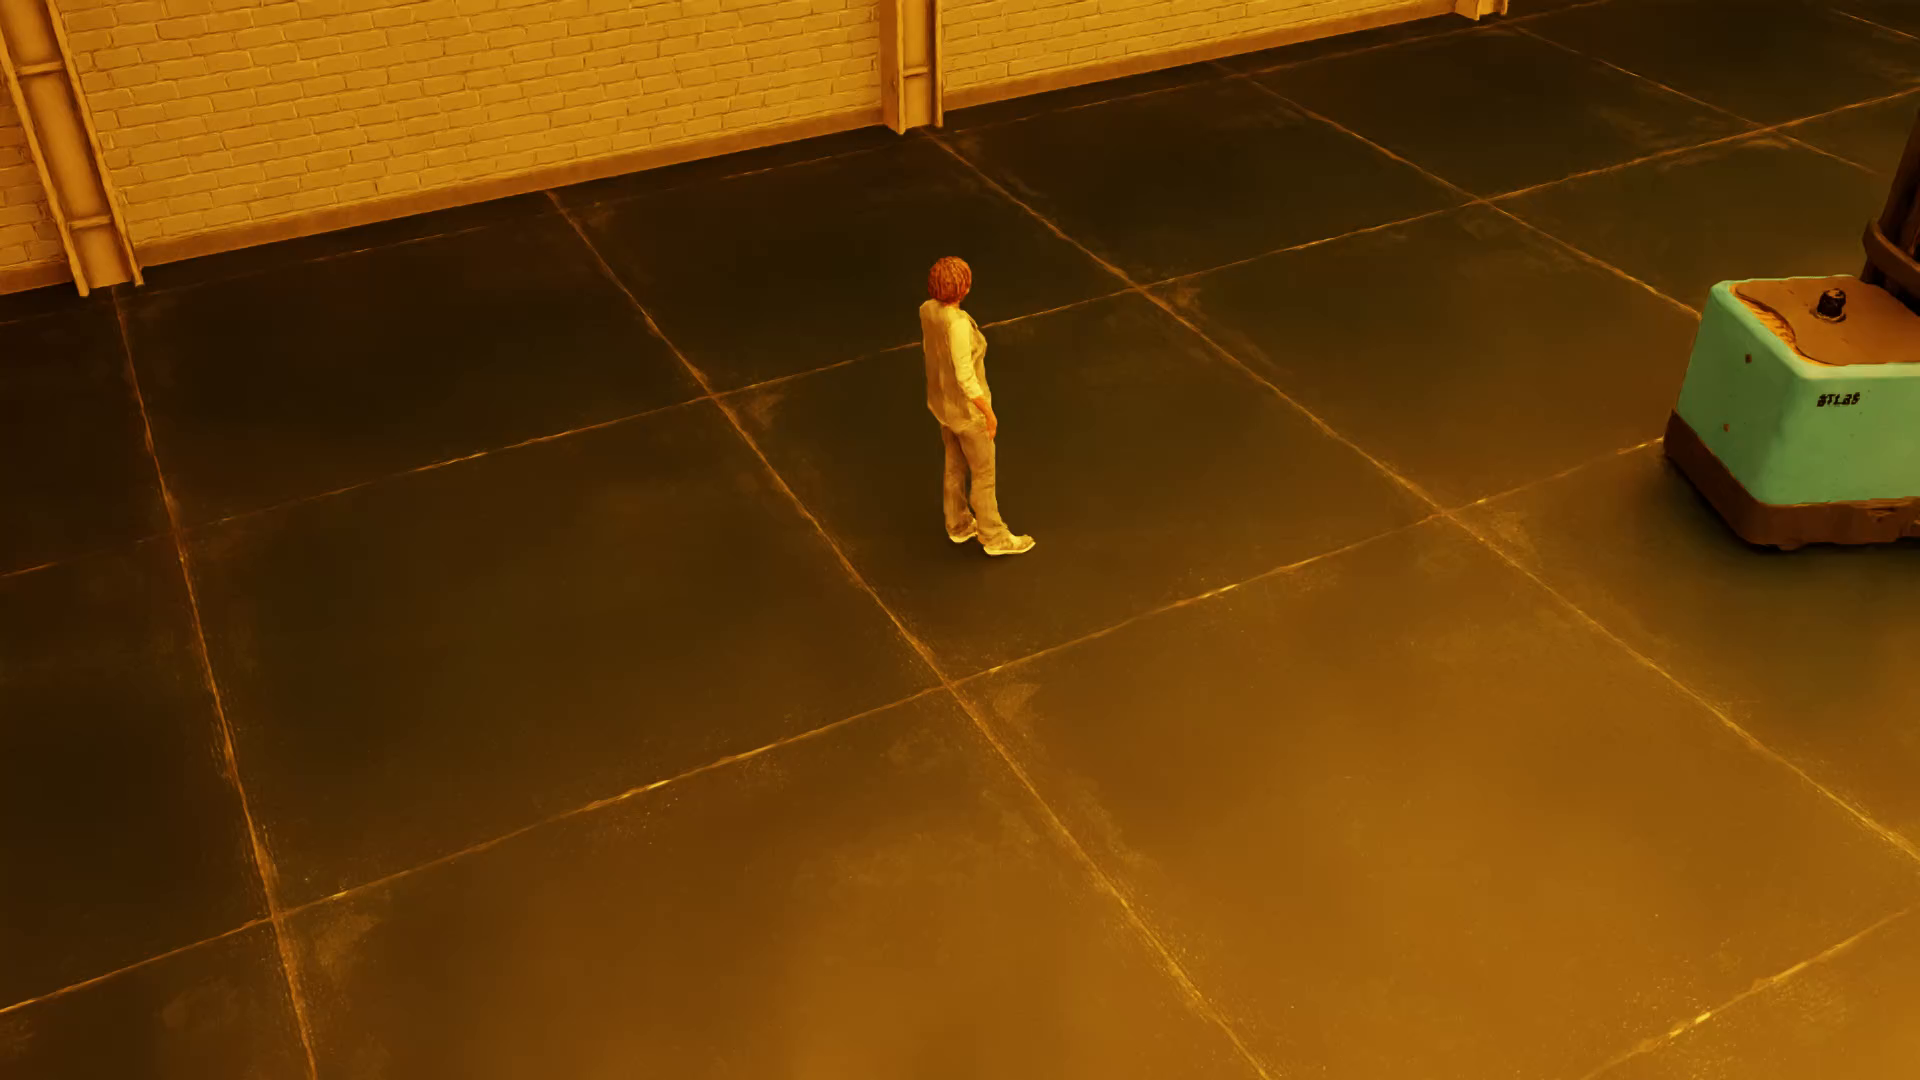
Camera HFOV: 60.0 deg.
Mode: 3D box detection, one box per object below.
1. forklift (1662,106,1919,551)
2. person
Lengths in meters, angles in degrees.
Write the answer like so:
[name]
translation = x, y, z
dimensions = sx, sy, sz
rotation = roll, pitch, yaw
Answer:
[forklift]
translation = 5.470, -1.496, 8.239
dimensions = 3.031, 2.935, 1.130
rotation = -3, 35, -5
[person]
translation = 0.072, -0.670, 8.217
dimensions = 0.474, 1.594, 0.521
rotation = -17, 39, -23
